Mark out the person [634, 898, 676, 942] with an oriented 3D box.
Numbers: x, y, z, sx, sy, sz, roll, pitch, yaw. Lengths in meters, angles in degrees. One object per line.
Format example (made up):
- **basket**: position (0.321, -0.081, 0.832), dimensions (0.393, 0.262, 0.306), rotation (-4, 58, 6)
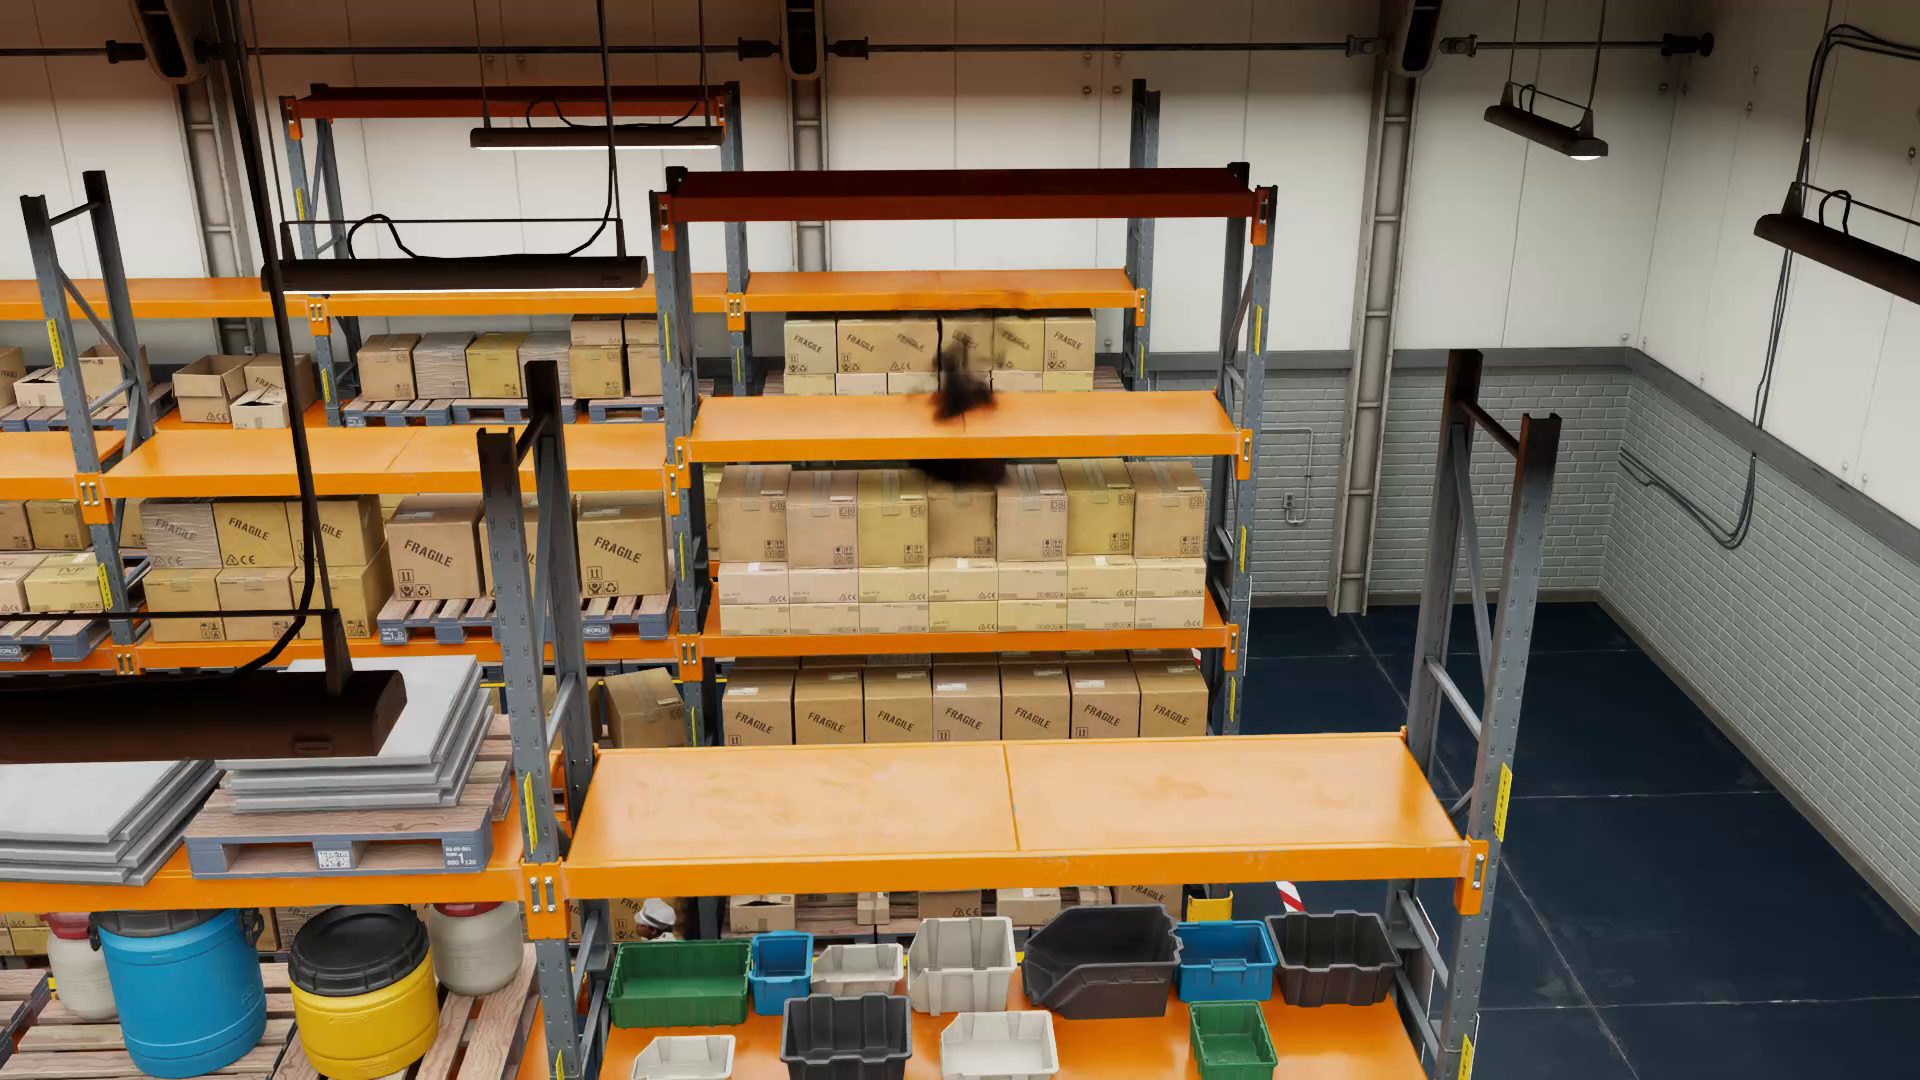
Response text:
- **person**: position (-2.022, 3.132, 11.240), dimensions (0.658, 1.654, 0.579), rotation (-4, 22, -9)
